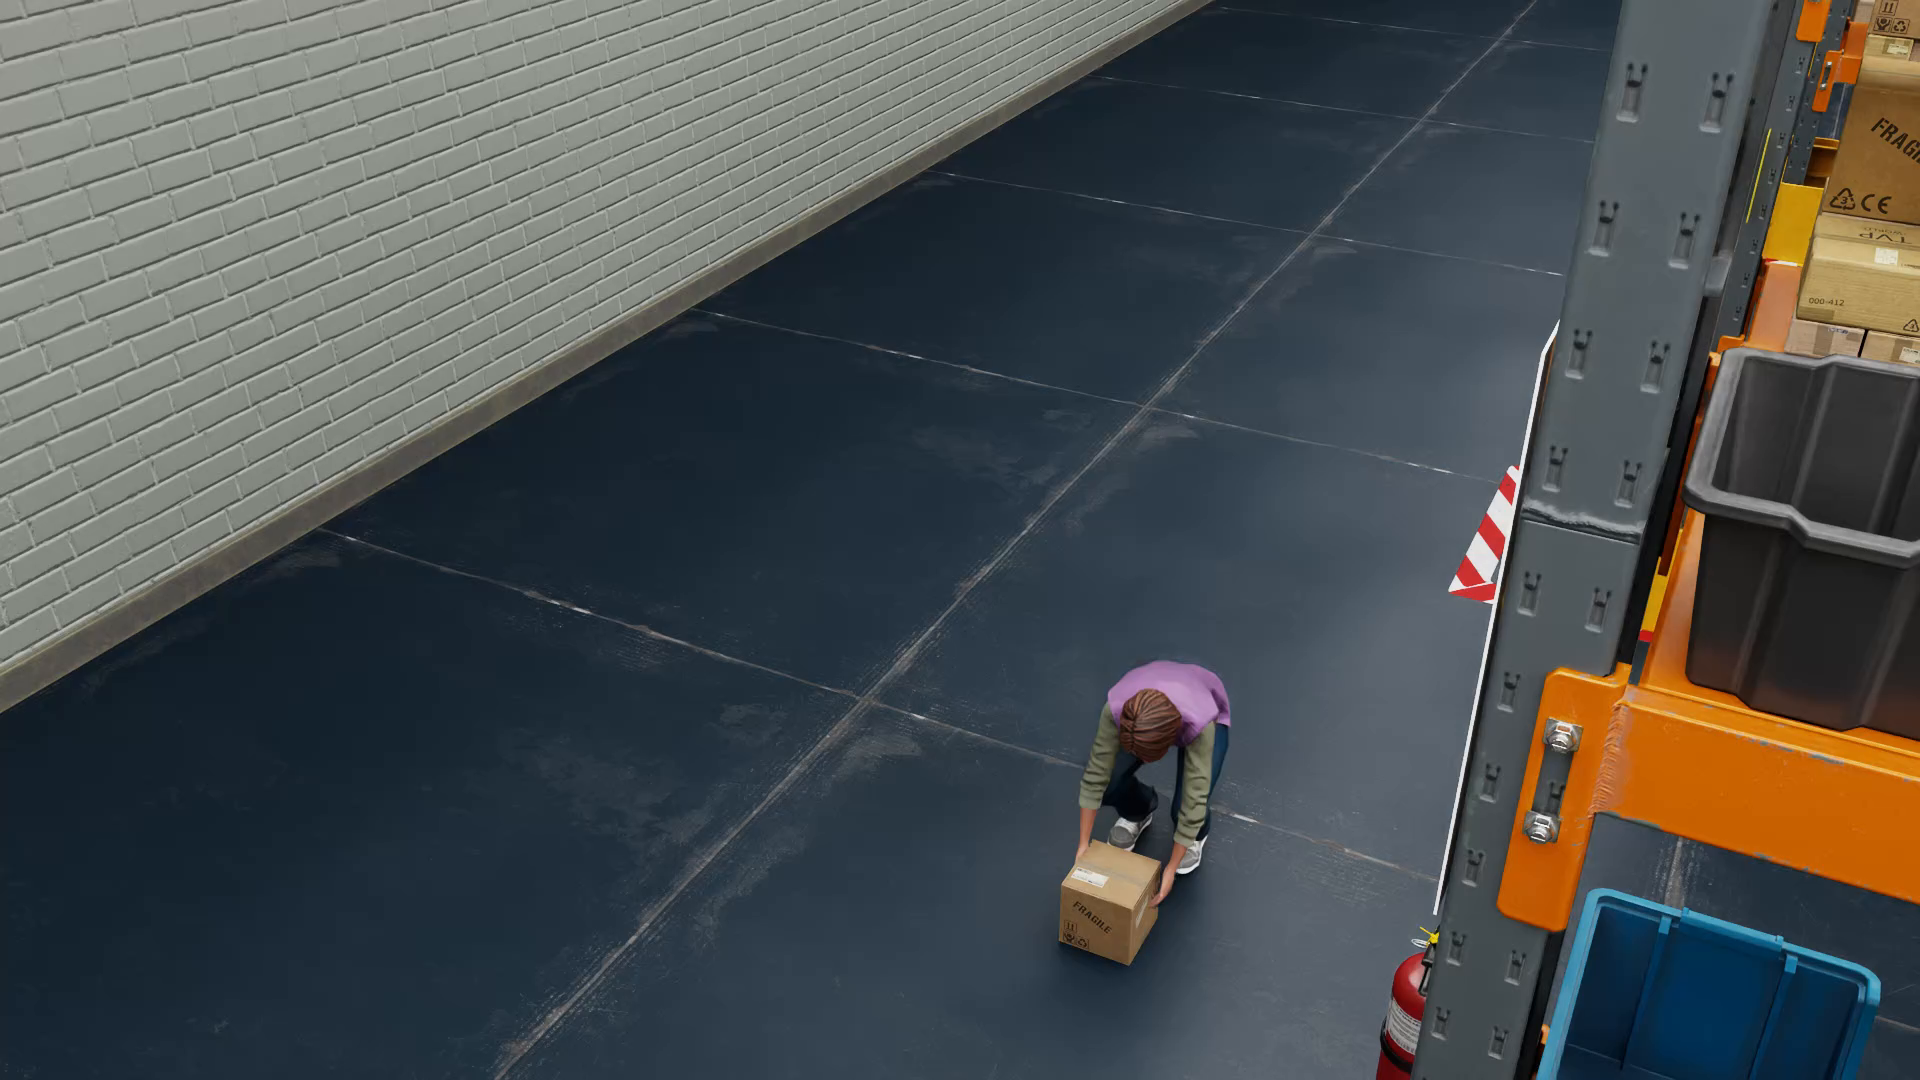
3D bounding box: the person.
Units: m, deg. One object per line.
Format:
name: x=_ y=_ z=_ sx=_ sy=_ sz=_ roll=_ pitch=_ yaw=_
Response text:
person: x=0.679 y=0.741 z=5.572 sx=0.449 sy=0.898 sz=0.792 roll=14 pitch=33 yaw=23
